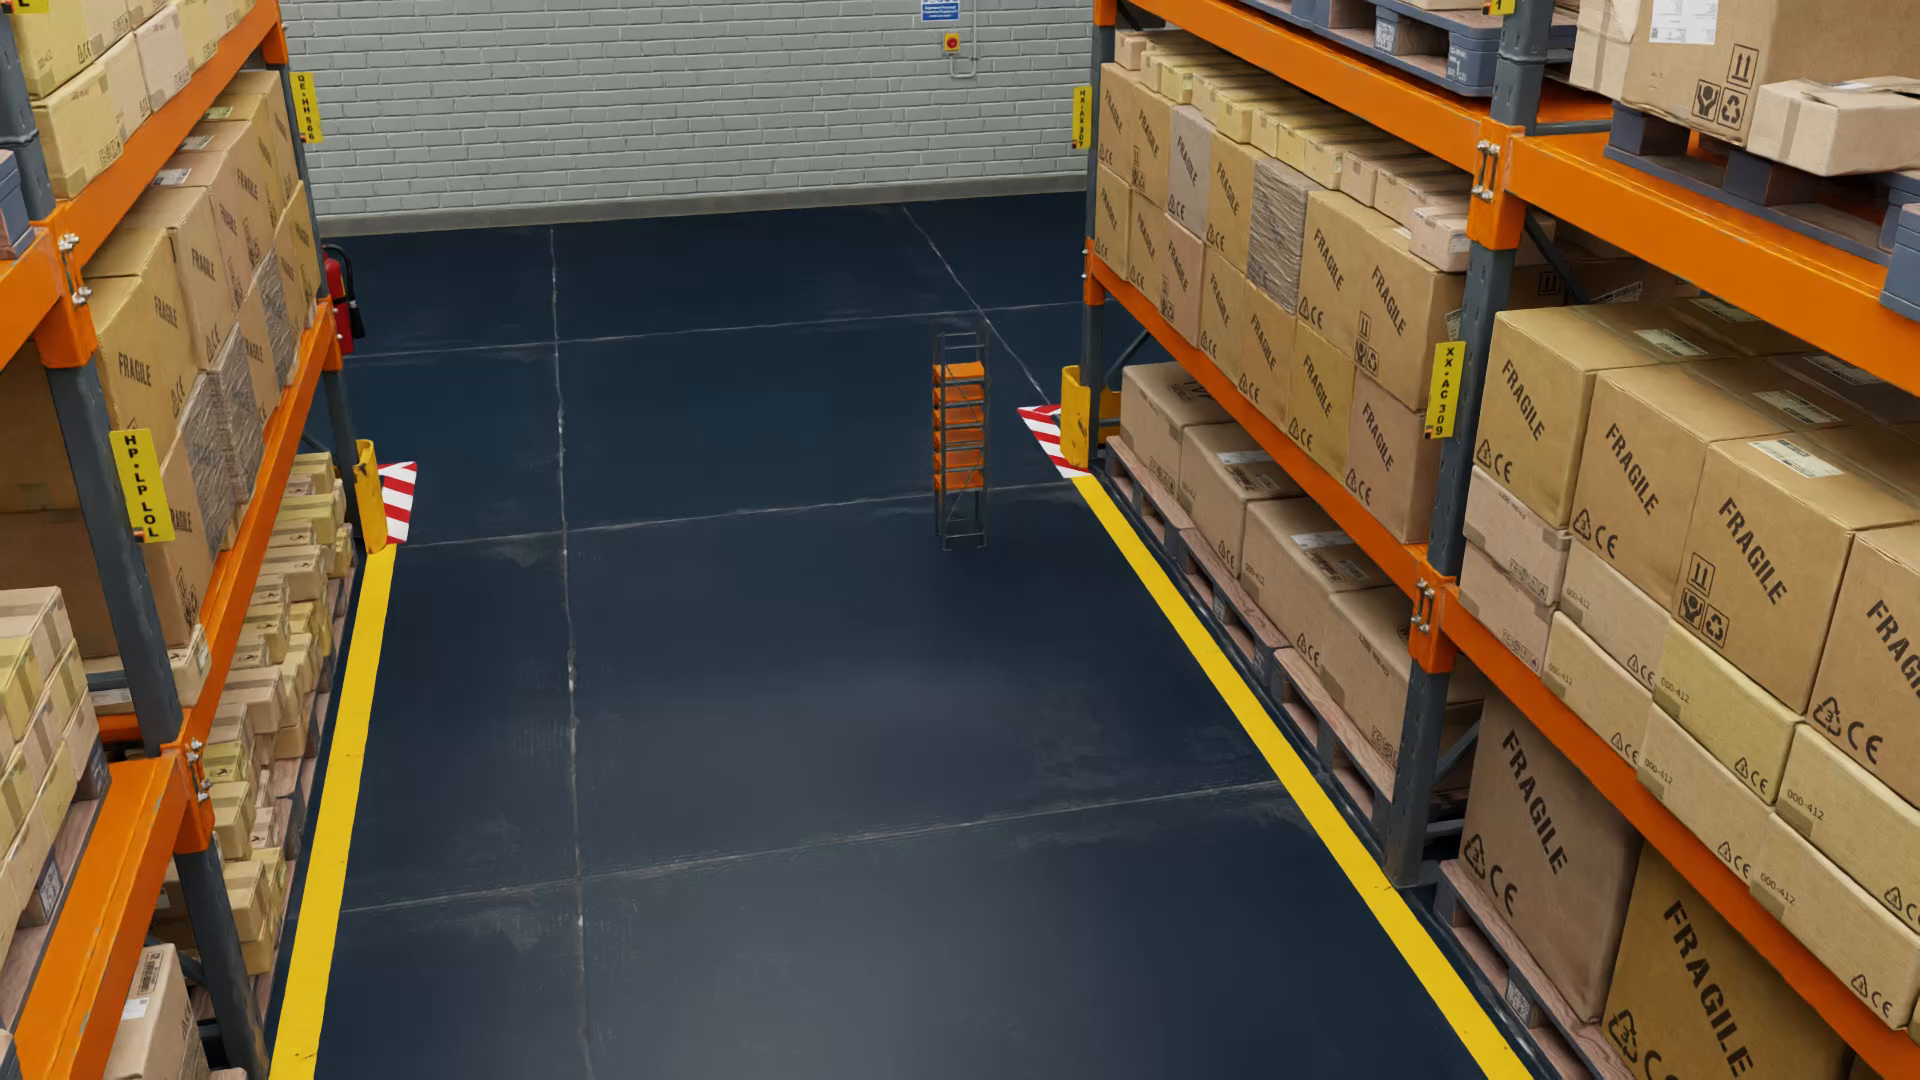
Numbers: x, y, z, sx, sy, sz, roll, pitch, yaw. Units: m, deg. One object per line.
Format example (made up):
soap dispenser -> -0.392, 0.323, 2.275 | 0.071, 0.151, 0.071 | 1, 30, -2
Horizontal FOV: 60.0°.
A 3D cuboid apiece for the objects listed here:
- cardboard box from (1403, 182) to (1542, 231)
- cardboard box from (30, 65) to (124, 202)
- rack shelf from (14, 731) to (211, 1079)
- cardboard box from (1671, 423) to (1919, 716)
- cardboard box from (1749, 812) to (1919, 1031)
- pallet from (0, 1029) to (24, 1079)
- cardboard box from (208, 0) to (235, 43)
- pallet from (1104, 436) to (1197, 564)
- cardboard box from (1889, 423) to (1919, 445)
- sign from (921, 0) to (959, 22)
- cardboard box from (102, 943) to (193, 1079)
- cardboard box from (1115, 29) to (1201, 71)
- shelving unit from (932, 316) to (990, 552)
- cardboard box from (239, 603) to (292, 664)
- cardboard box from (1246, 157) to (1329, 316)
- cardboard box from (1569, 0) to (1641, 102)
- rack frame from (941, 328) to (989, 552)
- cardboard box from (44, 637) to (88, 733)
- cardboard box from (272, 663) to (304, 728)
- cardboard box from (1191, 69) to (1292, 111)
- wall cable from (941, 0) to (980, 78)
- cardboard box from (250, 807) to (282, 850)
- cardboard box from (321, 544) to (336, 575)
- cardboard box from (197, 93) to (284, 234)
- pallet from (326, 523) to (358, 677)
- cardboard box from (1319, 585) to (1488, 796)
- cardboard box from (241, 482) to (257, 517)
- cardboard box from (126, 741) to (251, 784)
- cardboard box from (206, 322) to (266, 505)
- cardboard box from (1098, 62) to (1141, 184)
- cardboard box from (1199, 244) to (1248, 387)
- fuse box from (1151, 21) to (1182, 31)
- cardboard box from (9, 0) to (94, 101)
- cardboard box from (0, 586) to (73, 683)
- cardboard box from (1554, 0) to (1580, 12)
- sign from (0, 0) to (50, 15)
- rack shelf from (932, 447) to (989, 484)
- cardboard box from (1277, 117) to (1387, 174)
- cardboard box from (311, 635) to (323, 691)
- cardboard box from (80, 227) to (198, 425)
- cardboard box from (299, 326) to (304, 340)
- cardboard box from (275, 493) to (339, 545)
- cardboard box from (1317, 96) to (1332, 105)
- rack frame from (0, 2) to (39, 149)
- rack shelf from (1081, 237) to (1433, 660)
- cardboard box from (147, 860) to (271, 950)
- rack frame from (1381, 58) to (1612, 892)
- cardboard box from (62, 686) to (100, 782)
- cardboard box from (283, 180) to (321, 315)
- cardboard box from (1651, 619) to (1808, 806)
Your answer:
cardboard box -> 1.757, -1.123, 5.706 | 0.380, 0.149, 0.250 | -5, 27, -10
cardboard box -> -2.557, -1.068, 4.375 | 0.500, 0.250, 0.500 | -5, 27, -9
rack shelf -> -2.259, 1.633, 2.984 | 1.077, 0.370, 4.000 | -6, 27, -12
cardboard box -> 2.161, 0.059, 4.083 | 0.500, 0.500, 0.500 | -7, 28, -13
cardboard box -> 2.254, 0.848, 3.908 | 0.500, 0.250, 0.500 | -6, 27, -12
pallet -> -2.294, 1.411, 2.839 | 1.003, 0.211, 1.213 | -6, 27, -12
cardboard box -> -3.030, -1.979, 6.180 | 0.500, 0.250, 0.500 | -5, 27, -9
pallet -> 1.445, -0.281, 9.073 | 1.003, 0.211, 1.213 | -6, 27, -12
cardboard box -> 2.654, 0.017, 4.166 | 0.500, 0.500, 0.500 | -5, 27, -10
sign -> -0.166, -4.485, 14.007 | 0.327, 0.218, 0.001 | -6, 27, -12
cardboard box -> -2.296, 1.329, 4.264 | 0.500, 0.250, 0.500 | -7, 28, -13
cardboard box -> 0.999, -2.466, 8.366 | 0.380, 0.149, 0.250 | -5, 27, -11
shelving unit -> 0.003, -0.529, 8.467 | 0.258, 1.200, 0.189 | -6, 27, -12
cardboard box -> -2.913, 0.393, 6.681 | 0.380, 0.149, 0.250 | -6, 27, -11
cardboard box -> 1.484, -1.229, 6.636 | 0.500, 0.500, 0.500 | -6, 27, -11
cardboard box -> 1.862, -1.325, 4.399 | 0.396, 0.266, 0.258 | -6, 27, -12
rack frame -> 0.024, -0.489, 8.387 | 0.240, 1.200, 0.006 | -6, 27, -12
cardboard box -> -2.428, 0.380, 4.150 | 0.380, 0.149, 0.250 | -5, 27, -10
cardboard box -> -2.806, 0.630, 6.540 | 0.380, 0.149, 0.250 | -6, 27, -12
cardboard box -> 1.262, -2.009, 7.460 | 0.380, 0.149, 0.250 | -6, 27, -11
wall cable -> -0.105, -4.810, 13.788 | 0.585, 1.953, 0.123 | -6, 27, -12
cardboard box -> -2.645, 1.106, 5.928 | 0.380, 0.149, 0.250 | -6, 27, -12
cardboard box -> -3.095, 0.061, 7.668 | 0.380, 0.149, 0.250 | -7, 28, -14
cardboard box -> -3.152, -1.548, 6.937 | 0.500, 0.500, 0.500 | -7, 28, -13
pallet -> -3.446, 0.316, 7.889 | 1.003, 0.211, 1.213 | -6, 27, -12
cardboard box -> 2.053, 0.557, 6.696 | 0.875, 0.438, 0.875 | -6, 27, -12
cardboard box -> -2.799, -0.185, 6.066 | 0.380, 0.149, 0.250 | -5, 27, -9
cardboard box -> -2.695, 0.848, 5.778 | 0.380, 0.149, 0.250 | -6, 27, -12
cardboard box -> -2.773, -0.428, 5.828 | 0.500, 0.500, 0.500 | -7, 28, -13
cardboard box -> 1.019, -2.120, 8.402 | 0.500, 0.500, 0.500 | -7, 28, -13
cardboard box -> 1.384, -1.011, 7.314 | 0.500, 0.500, 0.500 | -5, 27, -10
fuse box -> 1.975, -3.916, 14.610 | 0.539, 1.711, 0.414 | -6, 27, -12
cardboard box -> -2.585, -1.297, 4.274 | 0.500, 0.250, 0.500 | -5, 27, -10
cardboard box -> -2.429, 0.249, 4.080 | 0.380, 0.149, 0.250 | -5, 27, -9
cardboard box -> 2.162, -2.009, 5.383 | 0.500, 0.500, 0.500 | -5, 27, -11
sign -> -2.170, -1.370, 3.795 | 0.100, 0.325, 0.005 | -6, 27, -12
rack shelf -> 0.003, -0.382, 8.541 | 0.258, 0.103, 0.180 | -6, 27, -12
cardboard box -> 1.484, -1.564, 6.580 | 0.380, 0.149, 0.250 | -7, 28, -13
cardboard box -> -2.928, 0.535, 7.059 | 0.380, 0.149, 0.250 | -5, 27, -11
cardboard box -> -2.706, -0.639, 5.136 | 0.500, 0.500, 0.500 | -7, 28, -13
cardboard box -> -3.243, -0.983, 7.647 | 0.380, 0.149, 0.250 | -6, 27, -12
cardboard box -> -3.062, -0.079, 7.615 | 0.380, 0.149, 0.250 | -7, 28, -13
cardboard box -> 1.806, -1.958, 7.360 | 0.380, 0.149, 0.250 | -5, 27, -10
rack frame -> -2.710, -2.244, 3.210 | 1.000, 3.000, 0.127 | -6, 27, -12
rack shelf -> 1.639, -0.670, 7.547 | 1.077, 0.370, 4.000 | -6, 27, -12
cardboard box -> -2.480, 1.195, 5.422 | 0.380, 0.149, 0.250 | -5, 27, -9
rack frame -> 2.090, -0.113, 5.645 | 1.000, 3.000, 0.127 | -6, 27, -12
cardboard box -> -2.427, 0.513, 4.218 | 0.380, 0.149, 0.250 | -7, 28, -13
cardboard box -> -3.259, -1.328, 7.612 | 0.500, 0.500, 0.500 | -5, 27, -11
cardboard box -> 2.147, 0.403, 4.235 | 0.500, 0.250, 0.500 | -6, 27, -11
